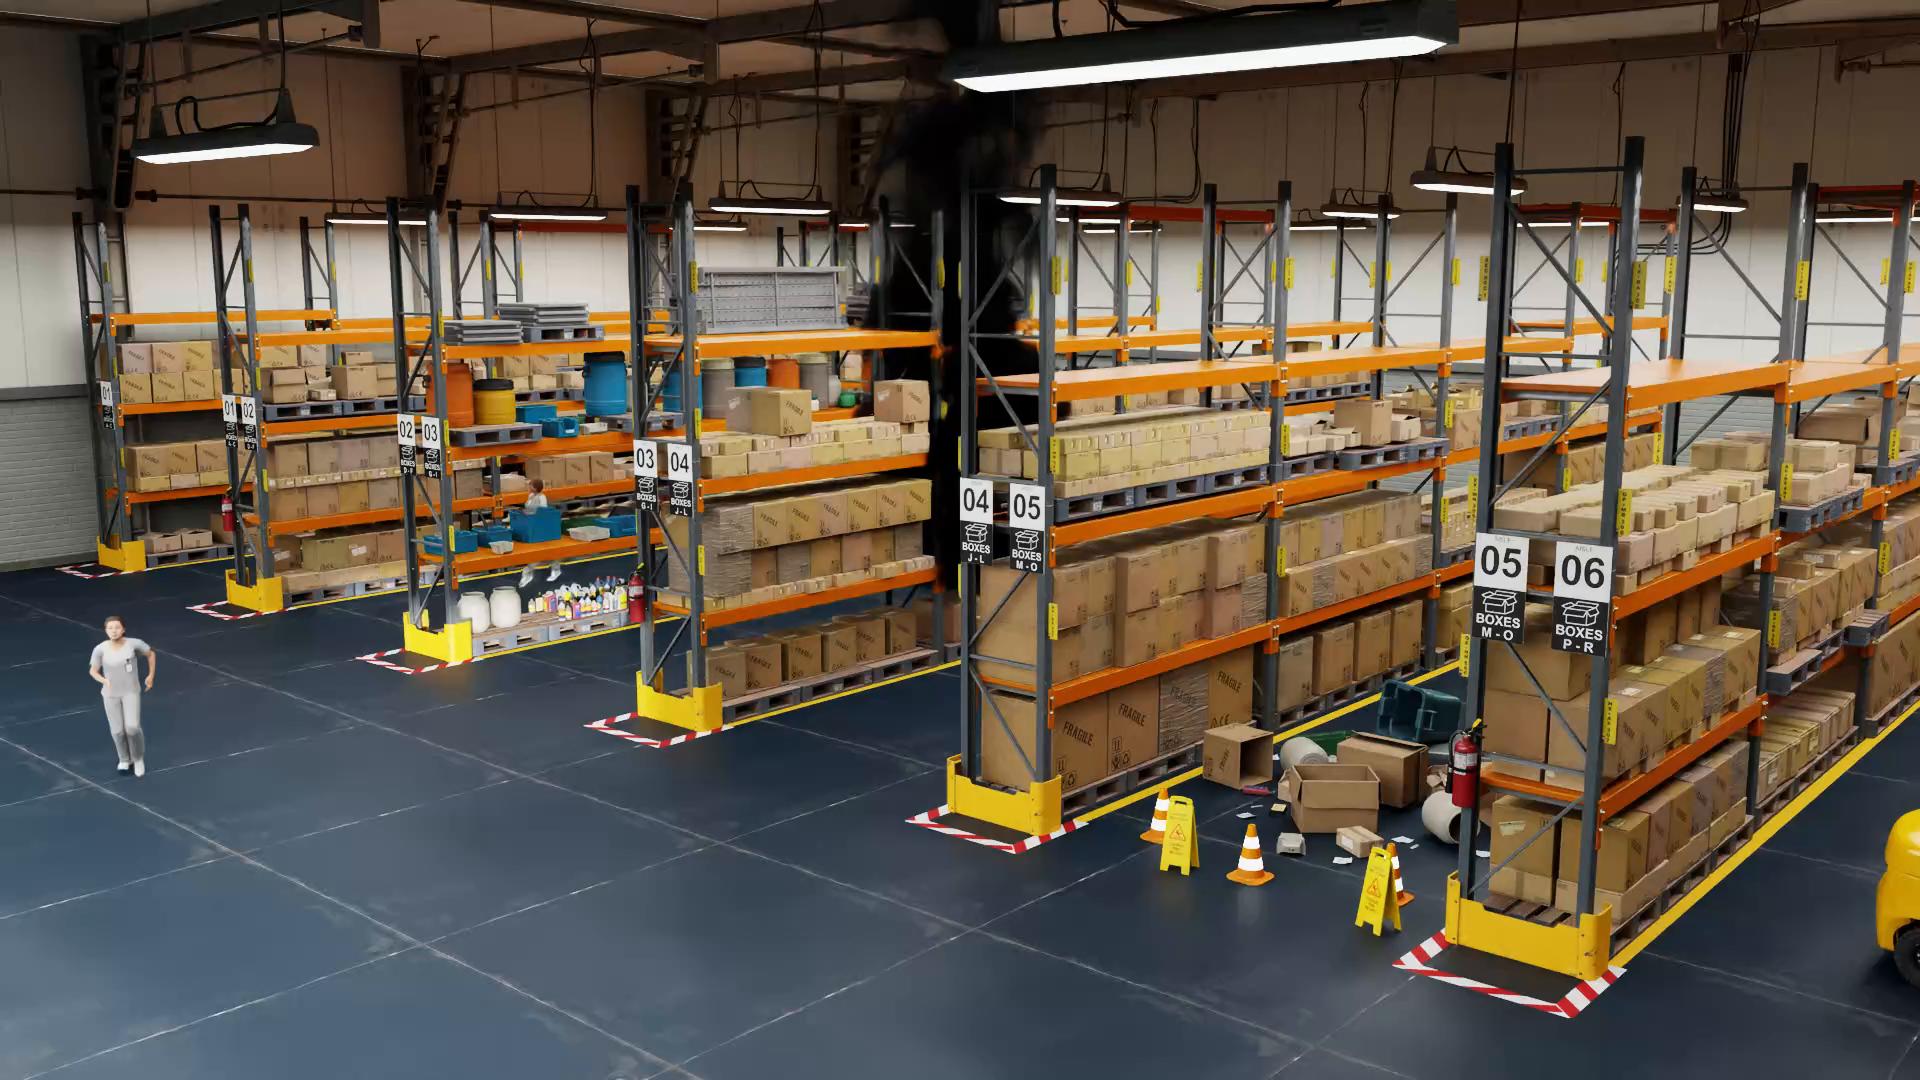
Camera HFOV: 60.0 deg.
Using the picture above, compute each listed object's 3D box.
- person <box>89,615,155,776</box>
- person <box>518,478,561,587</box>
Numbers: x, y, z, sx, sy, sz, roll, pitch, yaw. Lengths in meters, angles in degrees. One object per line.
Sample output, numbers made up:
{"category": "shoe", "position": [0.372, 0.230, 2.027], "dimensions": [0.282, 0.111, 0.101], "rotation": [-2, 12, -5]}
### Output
{"category": "person", "position": [-8.449, 1.586, 16.813], "dimensions": [0.584, 1.681, 0.670], "rotation": [-4, 10, -21]}
{"category": "person", "position": [-6.440, -0.082, 25.384], "dimensions": [0.516, 1.552, 0.708], "rotation": [7, 12, 37]}
